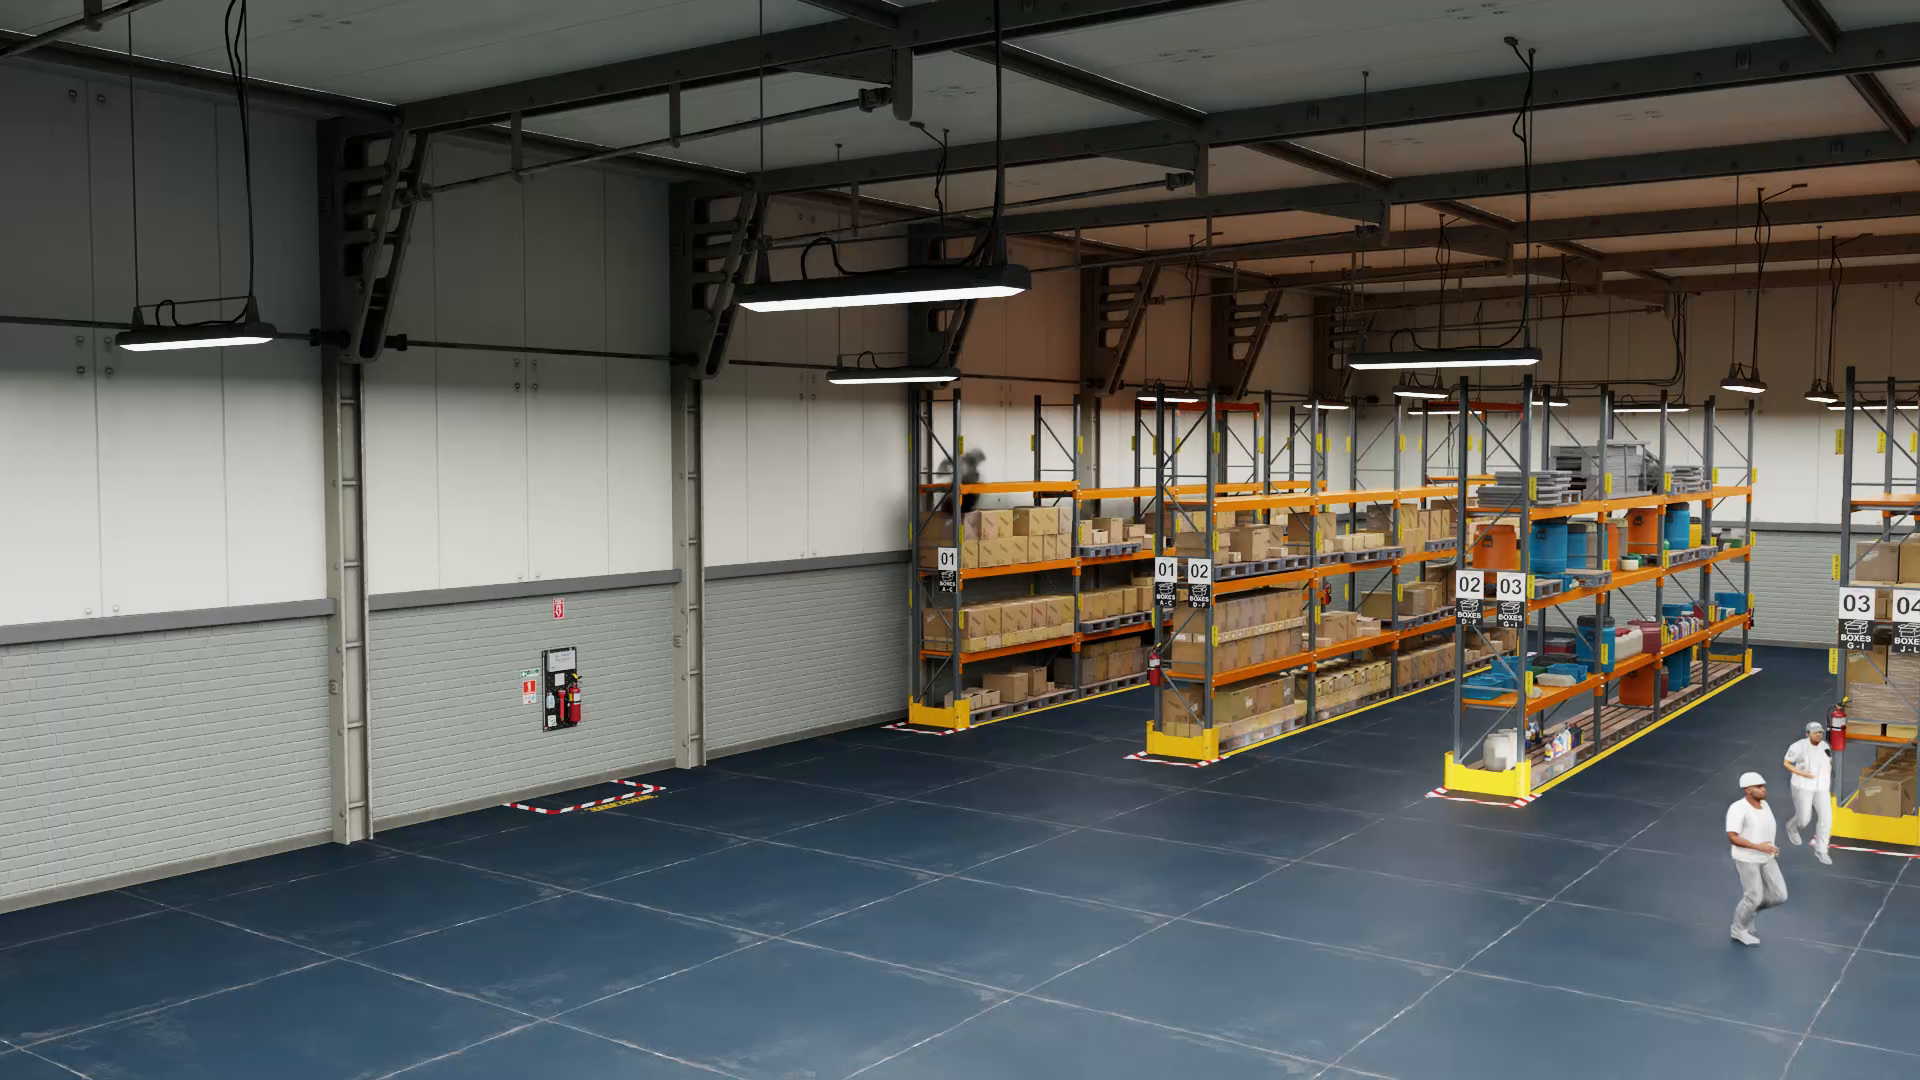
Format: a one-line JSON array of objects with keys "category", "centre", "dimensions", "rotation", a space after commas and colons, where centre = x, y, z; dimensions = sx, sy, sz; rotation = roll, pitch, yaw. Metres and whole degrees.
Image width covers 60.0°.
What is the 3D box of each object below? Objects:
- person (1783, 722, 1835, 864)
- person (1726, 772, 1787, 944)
[{"category": "person", "centre": [10.356, 3.039, 20.262], "dimensions": [0.643, 1.665, 0.848], "rotation": [0, 3, 3]}, {"category": "person", "centre": [7.979, 3.186, 16.625], "dimensions": [0.691, 1.724, 0.586], "rotation": [-2, 4, -28]}]
